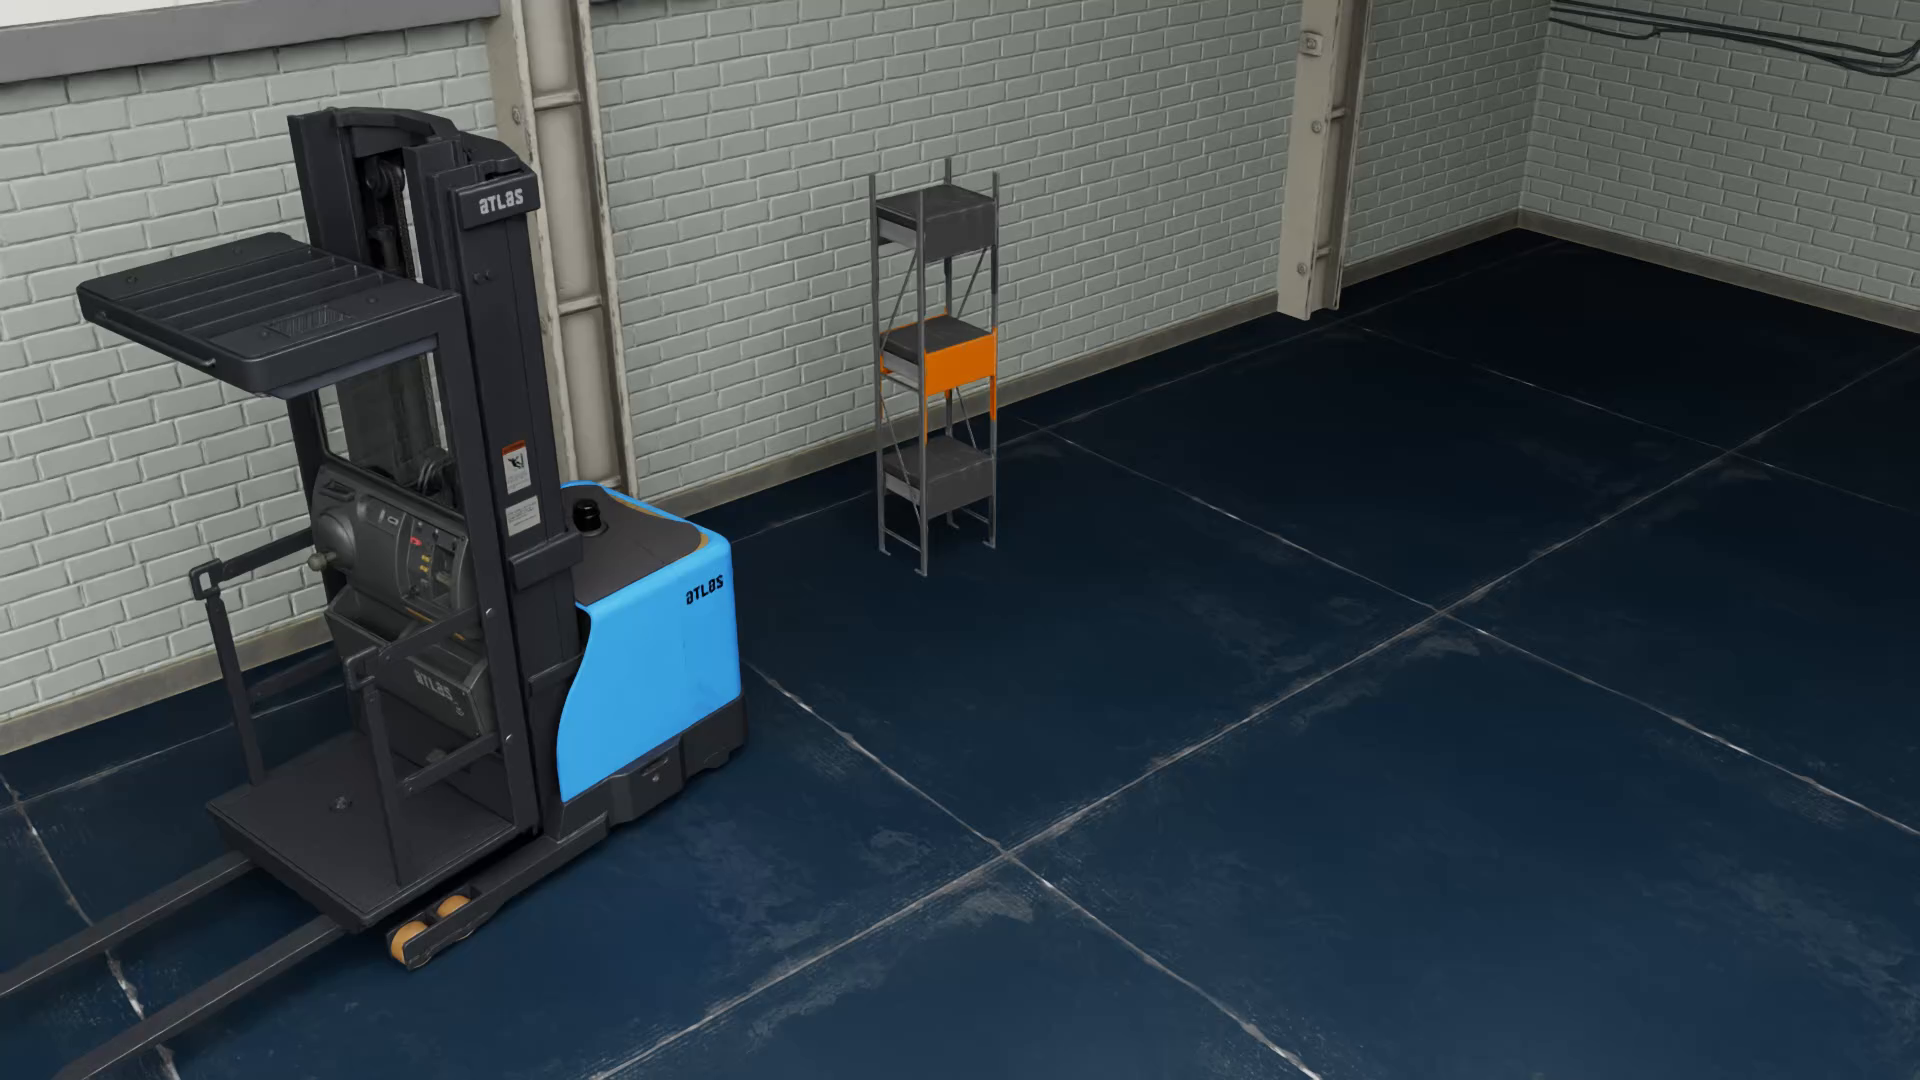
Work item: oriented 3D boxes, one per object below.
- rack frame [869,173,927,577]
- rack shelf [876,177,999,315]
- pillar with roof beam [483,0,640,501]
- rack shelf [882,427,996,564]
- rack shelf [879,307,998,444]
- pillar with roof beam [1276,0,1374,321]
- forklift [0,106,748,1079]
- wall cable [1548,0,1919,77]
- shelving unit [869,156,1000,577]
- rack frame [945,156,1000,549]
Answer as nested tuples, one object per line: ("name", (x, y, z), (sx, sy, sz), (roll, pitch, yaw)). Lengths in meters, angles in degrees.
("rack frame", (-0.312, -0.801, 8.521), (0.015, 2.100, 0.400), (-22, 35, -35))
("rack shelf", (-0.126, -1.481, 8.337), (0.480, 0.518, 0.431), (-22, 35, -35))
("pillar with roof beam", (0.832, -2.324, 4.052), (0.400, 9.000, 9.100), (-22, 35, -35))
("rack shelf", (-0.126, -0.246, 8.997), (0.480, 0.518, 0.431), (-22, 35, -35))
("rack shelf", (-0.126, -0.863, 8.667), (0.480, 0.518, 0.431), (-22, 35, -35))
("pillar with roof beam", (5.396, -4.160, 7.486), (0.400, 9.000, 9.100), (-22, 35, -35))
("forklift", (-2.261, 0.046, 6.054), (1.130, 2.935, 3.031), (21, 34, 33))
("wall cable", (5.701, -4.761, 11.906), (0.112, 2.526, 3.097), (-22, 35, -35))
("shelving unit", (-0.126, -0.875, 8.660), (0.503, 2.100, 0.431), (-22, 35, -35))
("rack frame", (0.060, -0.950, 8.800), (0.015, 2.100, 0.400), (-22, 35, -35))
